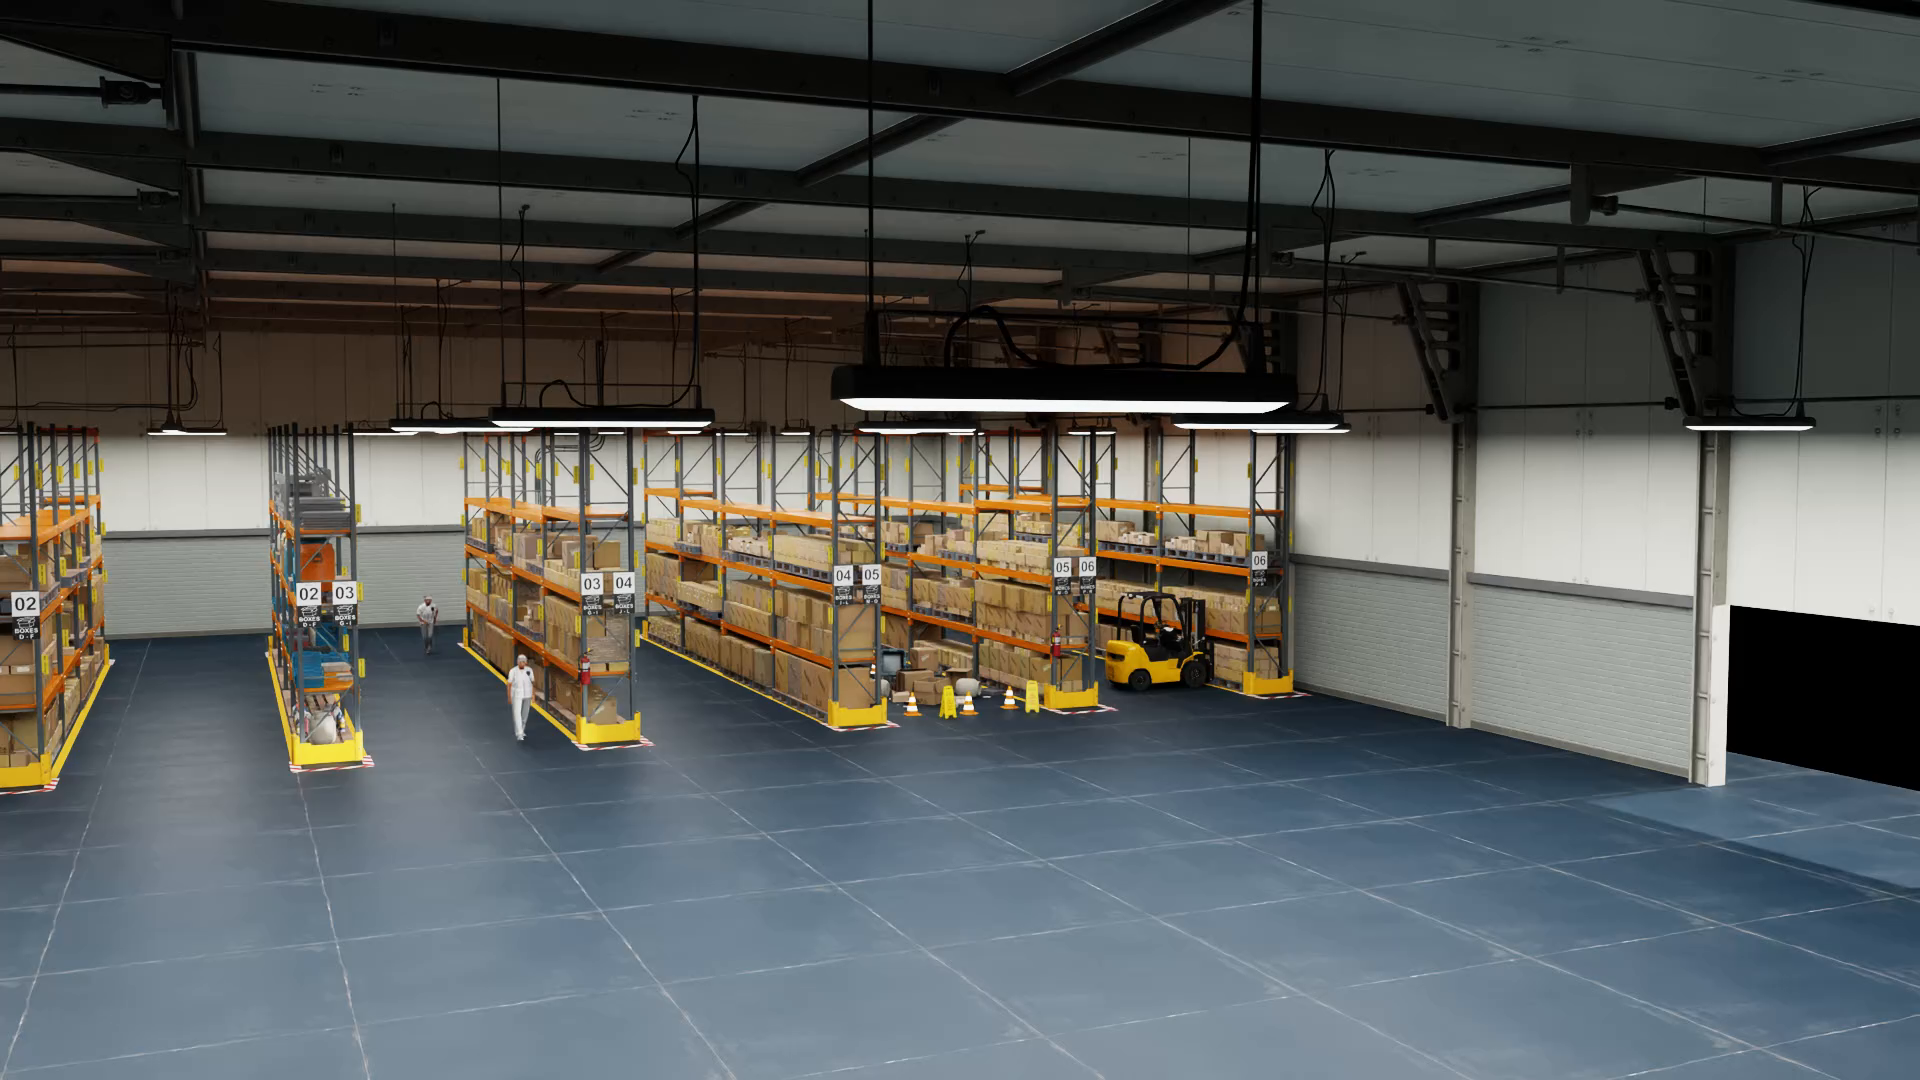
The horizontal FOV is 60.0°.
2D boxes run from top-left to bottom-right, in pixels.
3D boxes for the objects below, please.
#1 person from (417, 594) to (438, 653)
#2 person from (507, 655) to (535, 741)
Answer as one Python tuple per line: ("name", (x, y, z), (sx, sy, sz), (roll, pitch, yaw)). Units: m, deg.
("person", (-14.171, 2.222, 44.273), (0.537, 1.601, 0.735), (-1, 4, -14))
("person", (-8.280, 2.971, 31.488), (0.506, 1.605, 0.998), (-2, 4, -34))
